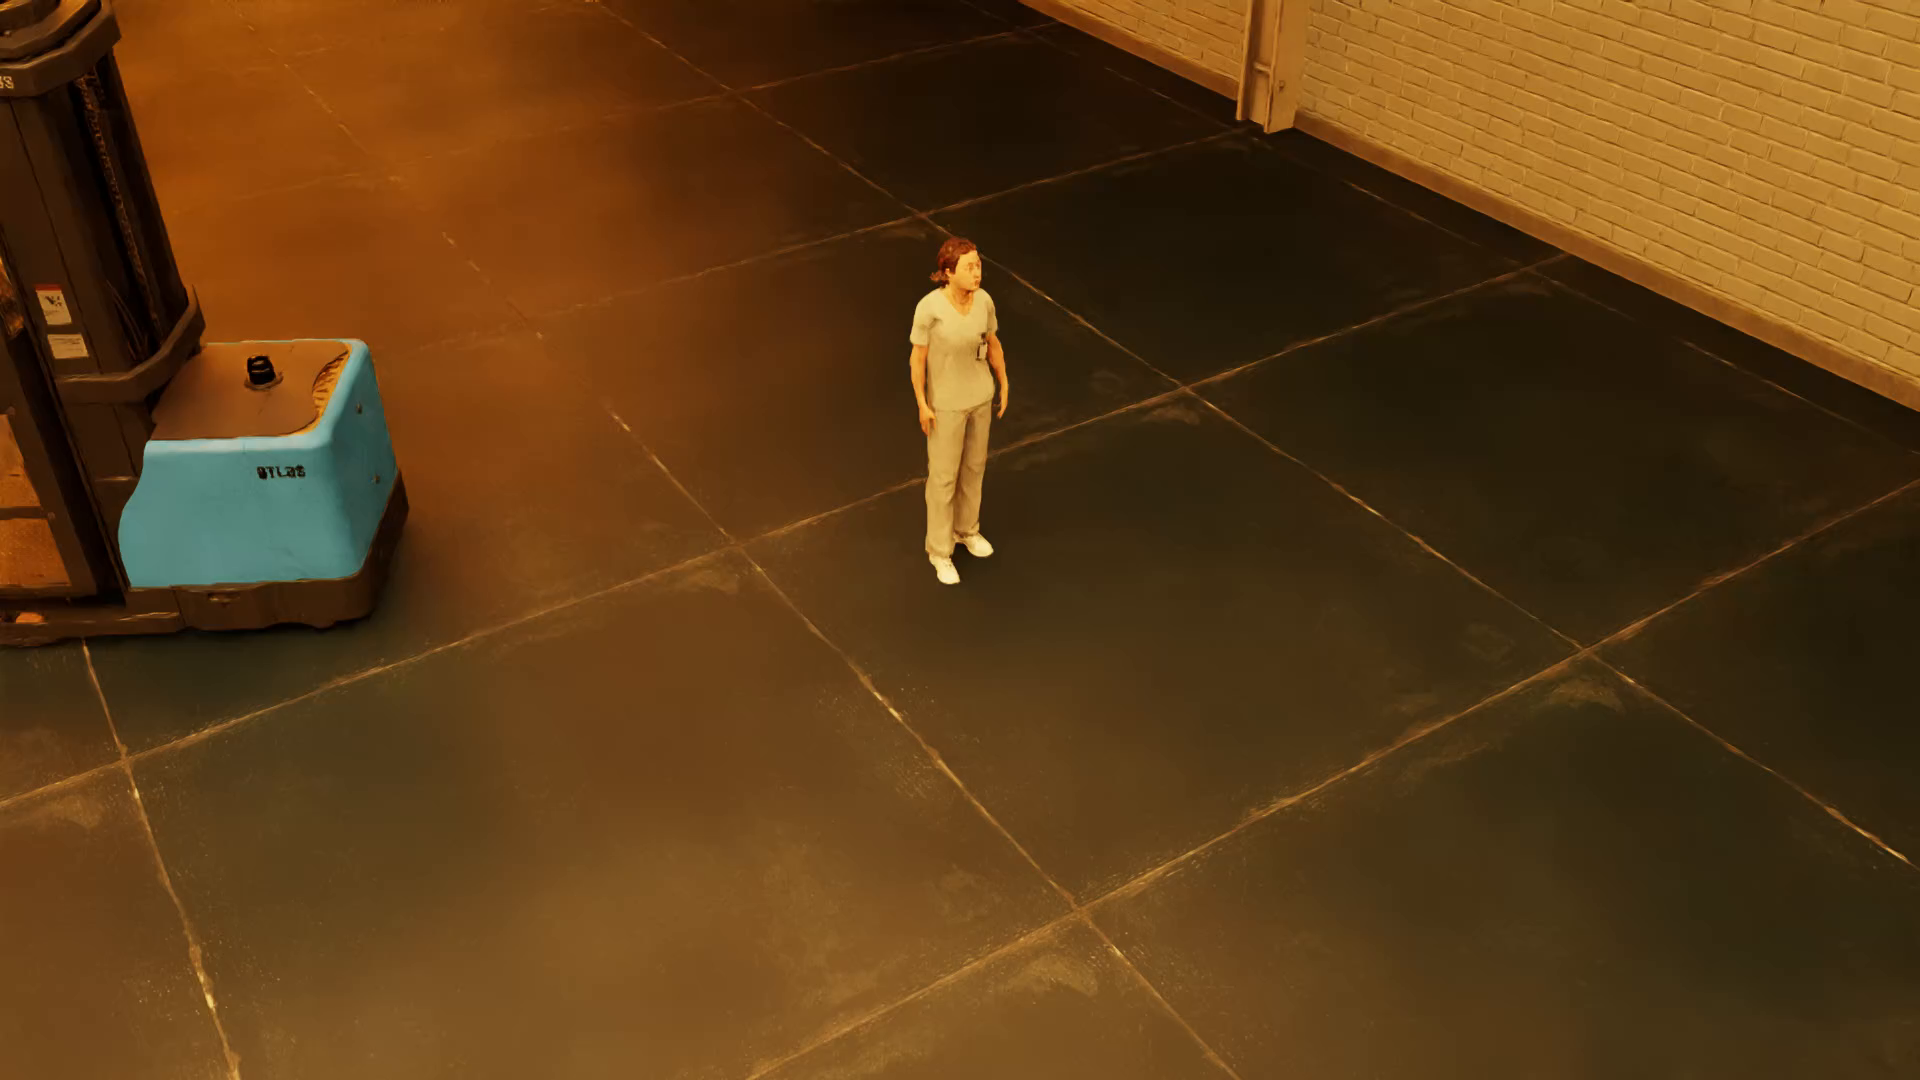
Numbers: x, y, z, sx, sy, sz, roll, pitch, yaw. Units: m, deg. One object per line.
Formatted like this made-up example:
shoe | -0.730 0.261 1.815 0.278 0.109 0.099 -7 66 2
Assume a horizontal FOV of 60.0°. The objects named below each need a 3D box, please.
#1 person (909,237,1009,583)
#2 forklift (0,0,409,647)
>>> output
person | 0.029 -0.651 8.155 0.550 1.674 0.548 -21 40 -27
forklift | -4.396 -0.995 7.563 3.031 2.935 1.130 -3 35 -4
